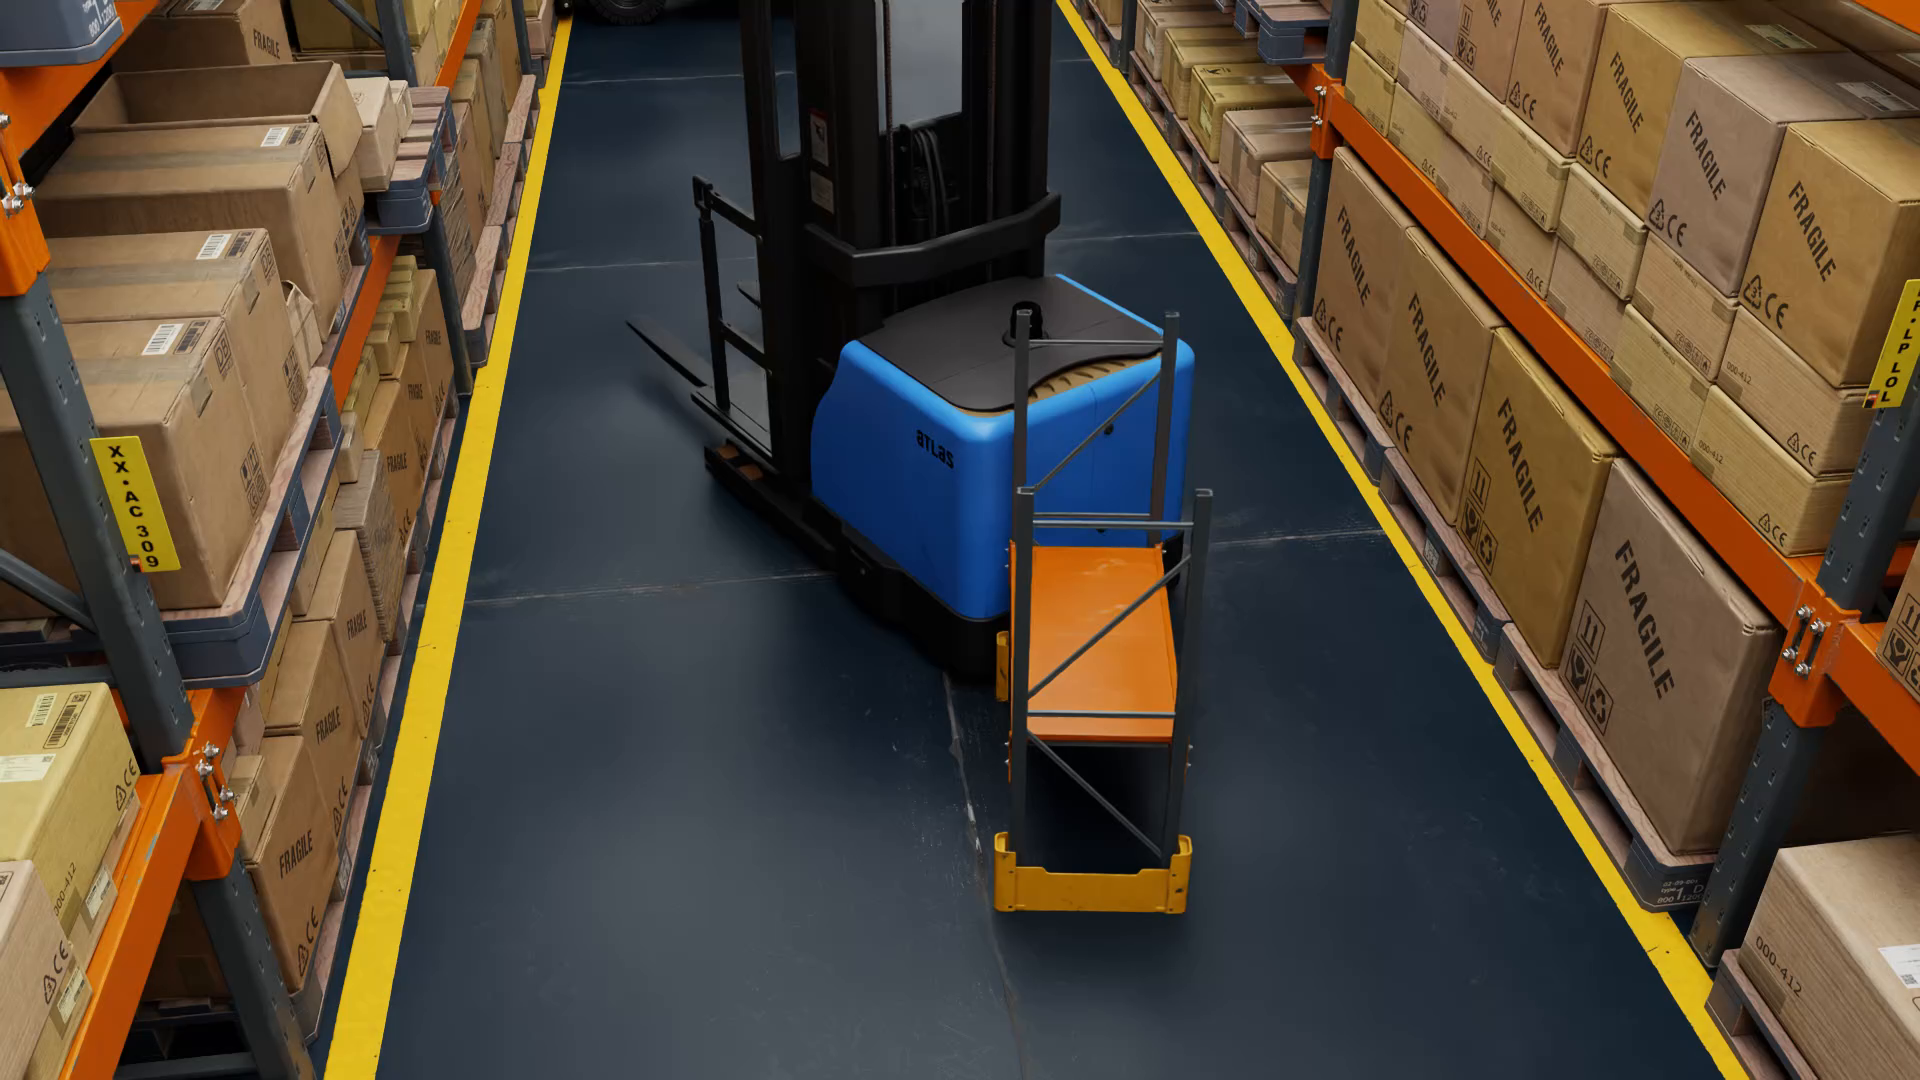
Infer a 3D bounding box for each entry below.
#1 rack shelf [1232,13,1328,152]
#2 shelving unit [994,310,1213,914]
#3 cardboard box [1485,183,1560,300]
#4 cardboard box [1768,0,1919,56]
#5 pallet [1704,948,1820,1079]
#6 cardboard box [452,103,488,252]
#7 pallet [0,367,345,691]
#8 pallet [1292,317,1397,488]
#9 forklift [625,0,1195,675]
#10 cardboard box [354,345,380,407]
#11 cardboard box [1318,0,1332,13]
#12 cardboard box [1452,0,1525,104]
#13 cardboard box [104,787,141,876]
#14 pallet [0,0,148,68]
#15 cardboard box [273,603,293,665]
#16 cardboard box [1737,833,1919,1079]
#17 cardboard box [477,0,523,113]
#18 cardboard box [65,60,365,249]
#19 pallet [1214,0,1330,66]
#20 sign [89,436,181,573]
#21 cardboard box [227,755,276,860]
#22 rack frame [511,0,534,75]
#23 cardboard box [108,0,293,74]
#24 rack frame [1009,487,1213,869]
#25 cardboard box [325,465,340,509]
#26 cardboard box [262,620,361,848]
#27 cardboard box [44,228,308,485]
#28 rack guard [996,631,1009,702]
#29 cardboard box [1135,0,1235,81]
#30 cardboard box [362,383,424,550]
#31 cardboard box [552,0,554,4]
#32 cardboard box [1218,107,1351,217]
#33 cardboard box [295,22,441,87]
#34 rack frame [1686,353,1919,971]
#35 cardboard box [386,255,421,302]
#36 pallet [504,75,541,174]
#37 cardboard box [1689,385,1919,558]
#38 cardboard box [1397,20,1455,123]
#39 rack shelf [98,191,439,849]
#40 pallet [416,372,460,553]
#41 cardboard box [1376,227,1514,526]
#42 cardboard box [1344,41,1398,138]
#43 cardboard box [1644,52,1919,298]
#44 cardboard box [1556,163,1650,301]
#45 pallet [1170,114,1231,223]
[{"bbox_3d":[1.877,-3.095,9.267,1.077,0.370,4.000,-4,35,-6],"label":"rack shelf"},{"bbox_3d":[0.410,0.214,5.104,0.587,1.500,1.083,1,34,1],"label":"shelving unit"},{"bbox_3d":[2.184,-1.069,5.788,0.500,0.250,0.500,-4,35,-6],"label":"cardboard box"},{"bbox_3d":[2.749,-1.328,5.059,0.500,0.500,0.500,-5,35,-8],"label":"cardboard box"},{"bbox_3d":[2.709,1.538,4.306,1.003,0.211,1.213,-4,35,-6],"label":"pallet"},{"bbox_3d":[-2.938,-1.804,8.469,0.875,0.625,0.625,-3,34,-5],"label":"cardboard box"},{"bbox_3d":[-2.233,-0.041,4.317,1.003,0.211,1.213,-4,35,-6],"label":"pallet"},{"bbox_3d":[2.177,-0.679,7.558,1.003,0.211,1.213,-4,35,-6],"label":"pallet"},{"bbox_3d":[-0.429,-1.510,6.363,1.130,2.935,3.031,-22,40,-29],"label":"forklift"},{"bbox_3d":[-2.405,-0.600,6.237,0.380,0.149,0.250,-3,34,-5],"label":"cardboard box"},{"bbox_3d":[1.869,-2.511,7.622,0.380,0.149,0.250,-3,34,-5],"label":"cardboard box"},{"bbox_3d":[2.101,-1.871,5.856,0.500,0.500,0.500,-3,34,-5],"label":"cardboard box"},{"bbox_3d":[-1.941,0.596,3.435,0.380,0.149,0.250,-4,34,-6],"label":"cardboard box"},{"bbox_3d":[-2.252,-1.198,3.347,1.213,0.211,1.003,-4,35,-6],"label":"pallet"},{"bbox_3d":[-2.229,0.262,4.973,0.380,0.149,0.250,-5,35,-7],"label":"cardboard box"},{"bbox_3d":[2.662,1.199,4.229,0.875,0.438,0.875,-5,35,-7],"label":"cardboard box"},{"bbox_3d":[-3.229,-3.033,10.272,0.875,0.625,0.625,-3,34,-4],"label":"cardboard box"},{"bbox_3d":[-2.369,-1.218,5.409,0.797,0.503,0.637,-5,35,-7],"label":"cardboard box"},{"bbox_3d":[1.945,-2.587,8.053,1.213,0.211,1.003,-4,35,-6],"label":"pallet"},{"bbox_3d":[-1.697,-0.070,3.420,0.100,0.325,0.005,-4,35,-6],"label":"sign"},{"bbox_3d":[-2.019,0.705,4.323,0.380,0.149,0.250,-3,34,-4],"label":"cardboard box"},{"bbox_3d":[-3.310,-4.131,10.148,1.000,3.000,0.127,-4,35,-6],"label":"rack frame"},{"bbox_3d":[-2.858,-1.814,6.287,0.500,0.500,0.500,-3,34,-4],"label":"cardboard box"},{"bbox_3d":[0.398,0.495,4.692,0.500,1.500,0.032,1,34,1],"label":"rack frame"},{"bbox_3d":[-2.322,-0.168,5.603,0.380,0.149,0.250,-4,35,-6],"label":"cardboard box"},{"bbox_3d":[-2.158,0.610,5.039,0.500,0.500,0.500,-5,35,-7],"label":"cardboard box"},{"bbox_3d":[-2.147,-0.457,4.296,0.700,0.500,0.500,-4,34,-6],"label":"cardboard box"},{"bbox_3d":[0.422,0.450,5.867,0.587,0.250,0.087,1,34,1],"label":"rack guard"},{"bbox_3d":[1.681,-3.304,10.895,0.950,0.372,0.625,-4,34,-6],"label":"cardboard box"},{"bbox_3d":[-2.372,-0.248,6.296,0.500,0.500,0.500,-3,34,-4],"label":"cardboard box"},{"bbox_3d":[-3.215,-4.031,12.070,0.500,0.250,0.500,-4,34,-6],"label":"cardboard box"},{"bbox_3d":[1.973,-2.091,9.116,0.950,0.372,0.625,-5,35,-7],"label":"cardboard box"},{"bbox_3d":[-2.590,-2.103,7.305,0.500,0.250,0.500,-4,35,-6],"label":"cardboard box"},{"bbox_3d":[2.684,-0.044,4.152,1.000,3.000,0.127,-4,35,-6],"label":"rack frame"},{"bbox_3d":[-2.455,-1.051,6.899,0.380,0.149,0.250,-6,35,-9],"label":"cardboard box"},{"bbox_3d":[-3.172,-2.570,10.334,1.003,0.211,1.213,-4,35,-6],"label":"pallet"},{"bbox_3d":[2.374,-0.214,4.533,0.500,0.250,0.500,-5,35,-8],"label":"cardboard box"},{"bbox_3d":[2.038,-1.831,6.463,0.500,0.250,0.500,-4,34,-5],"label":"cardboard box"},{"bbox_3d":[-2.503,-0.485,5.437,1.077,0.370,4.000,-4,35,-6],"label":"rack shelf"},{"bbox_3d":[-2.709,-0.327,7.042,1.003,0.211,1.213,-4,35,-6],"label":"pallet"},{"bbox_3d":[2.272,-0.682,6.601,0.875,0.875,0.875,-4,34,-6],"label":"cardboard box"},{"bbox_3d":[1.963,-1.922,7.041,0.500,0.250,0.500,-5,35,-7],"label":"cardboard box"},{"bbox_3d":[2.298,-1.017,4.603,0.500,0.500,0.500,-4,34,-5],"label":"cardboard box"},{"bbox_3d":[2.234,-0.984,5.219,0.500,0.250,0.500,-4,34,-5],"label":"cardboard box"},{"bbox_3d":[1.882,-2.240,9.849,1.003,0.211,1.213,-4,35,-6],"label":"pallet"}]
